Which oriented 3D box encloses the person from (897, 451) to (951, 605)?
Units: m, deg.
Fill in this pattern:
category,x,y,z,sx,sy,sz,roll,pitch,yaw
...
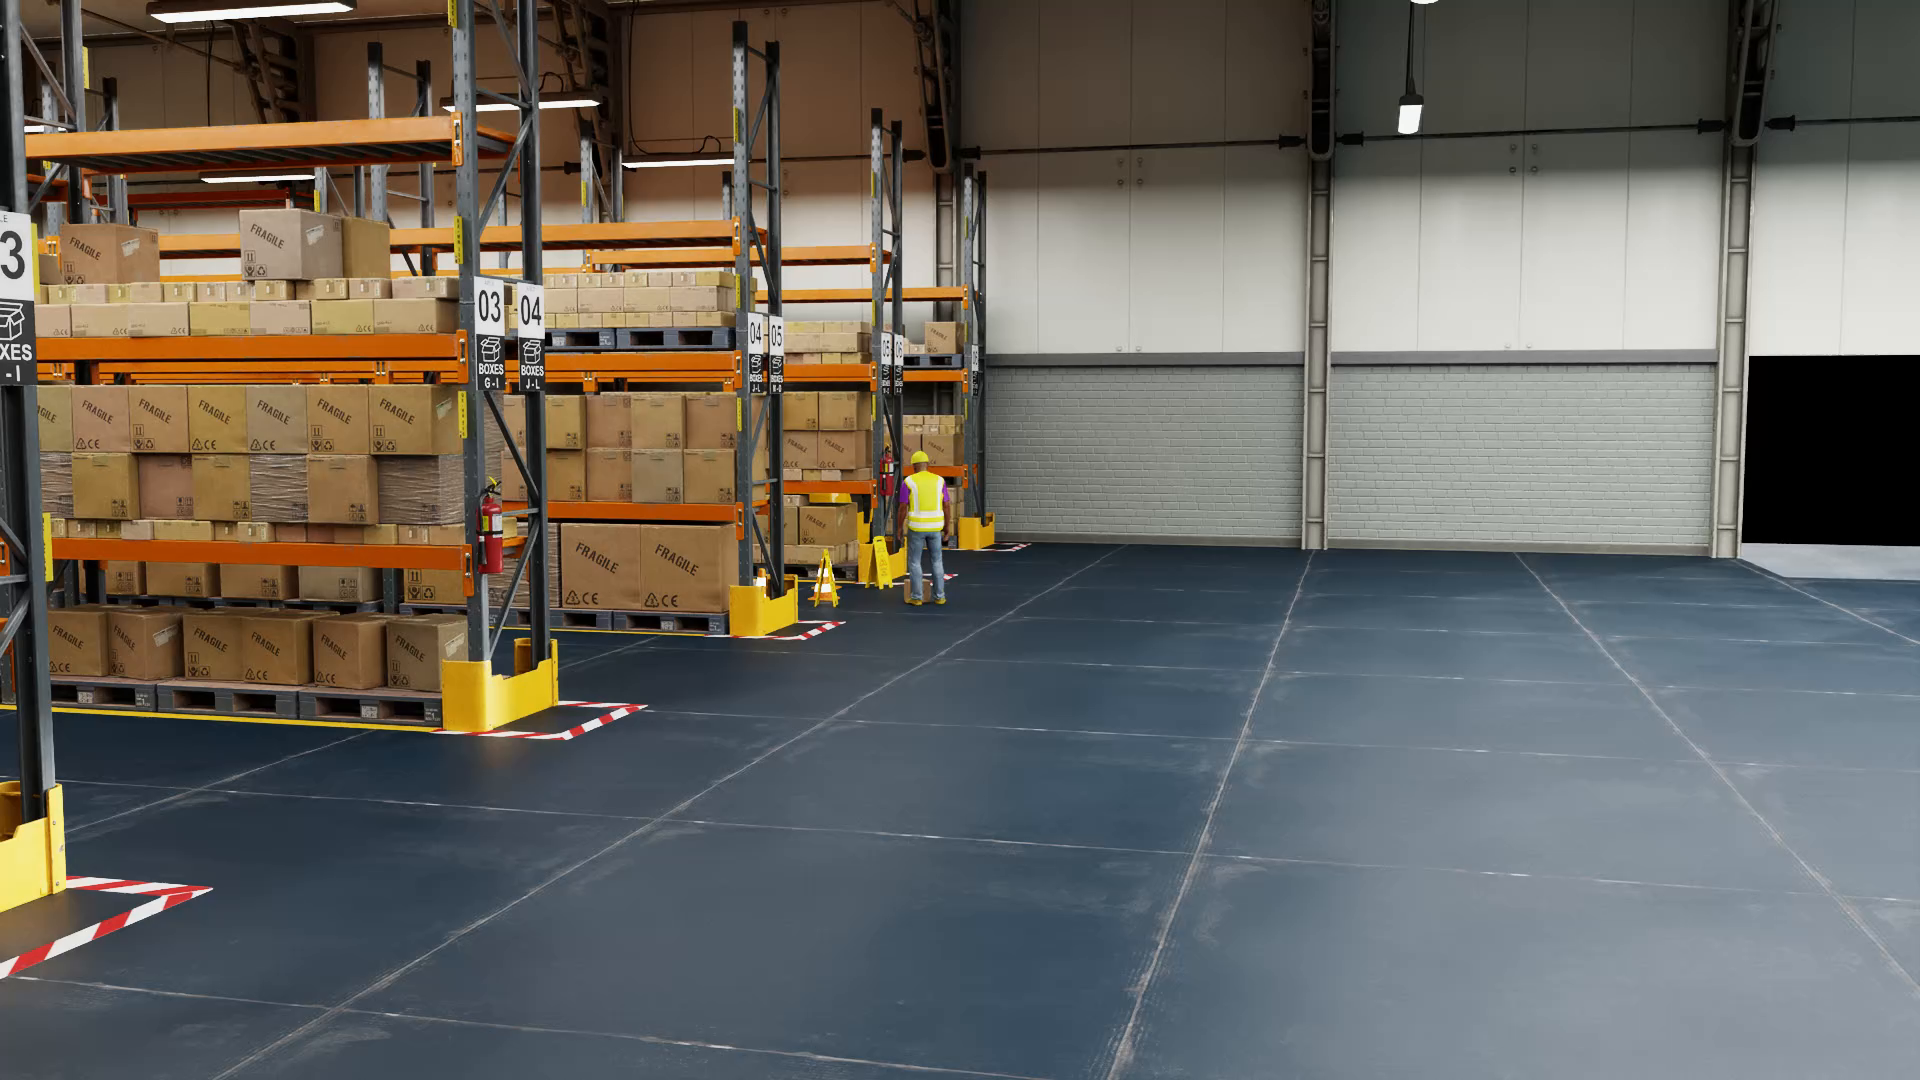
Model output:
category,x,y,z,sx,sy,sz,roll,pitch,yaw
person,-0.417,-0.141,19.099,0.635,1.760,0.462,-1,5,-17
